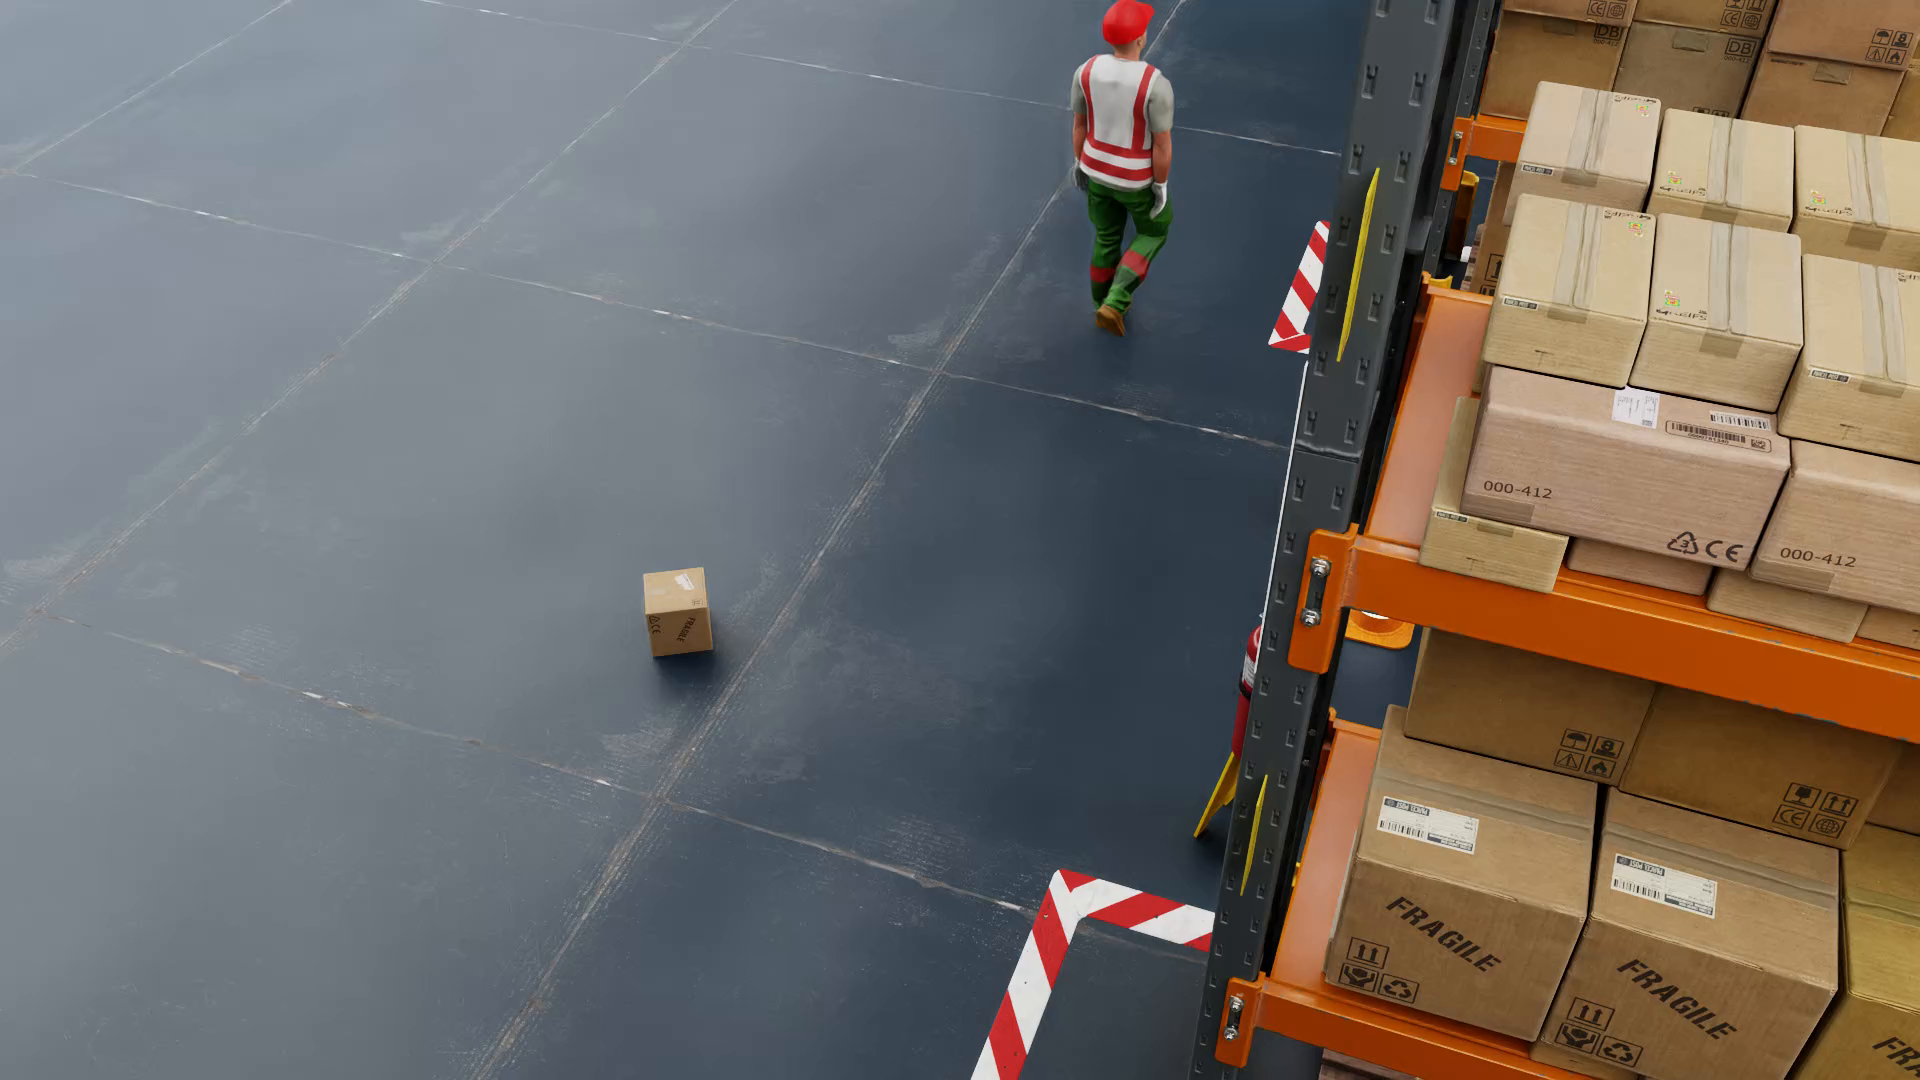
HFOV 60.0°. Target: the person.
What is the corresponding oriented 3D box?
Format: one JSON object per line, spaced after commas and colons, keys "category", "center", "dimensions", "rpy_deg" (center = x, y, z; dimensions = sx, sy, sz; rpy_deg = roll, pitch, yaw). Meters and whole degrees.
{"category": "person", "center": [0.782, -1.785, 8.148], "dimensions": [0.542, 1.782, 0.550], "rpy_deg": [21, 45, 22]}
